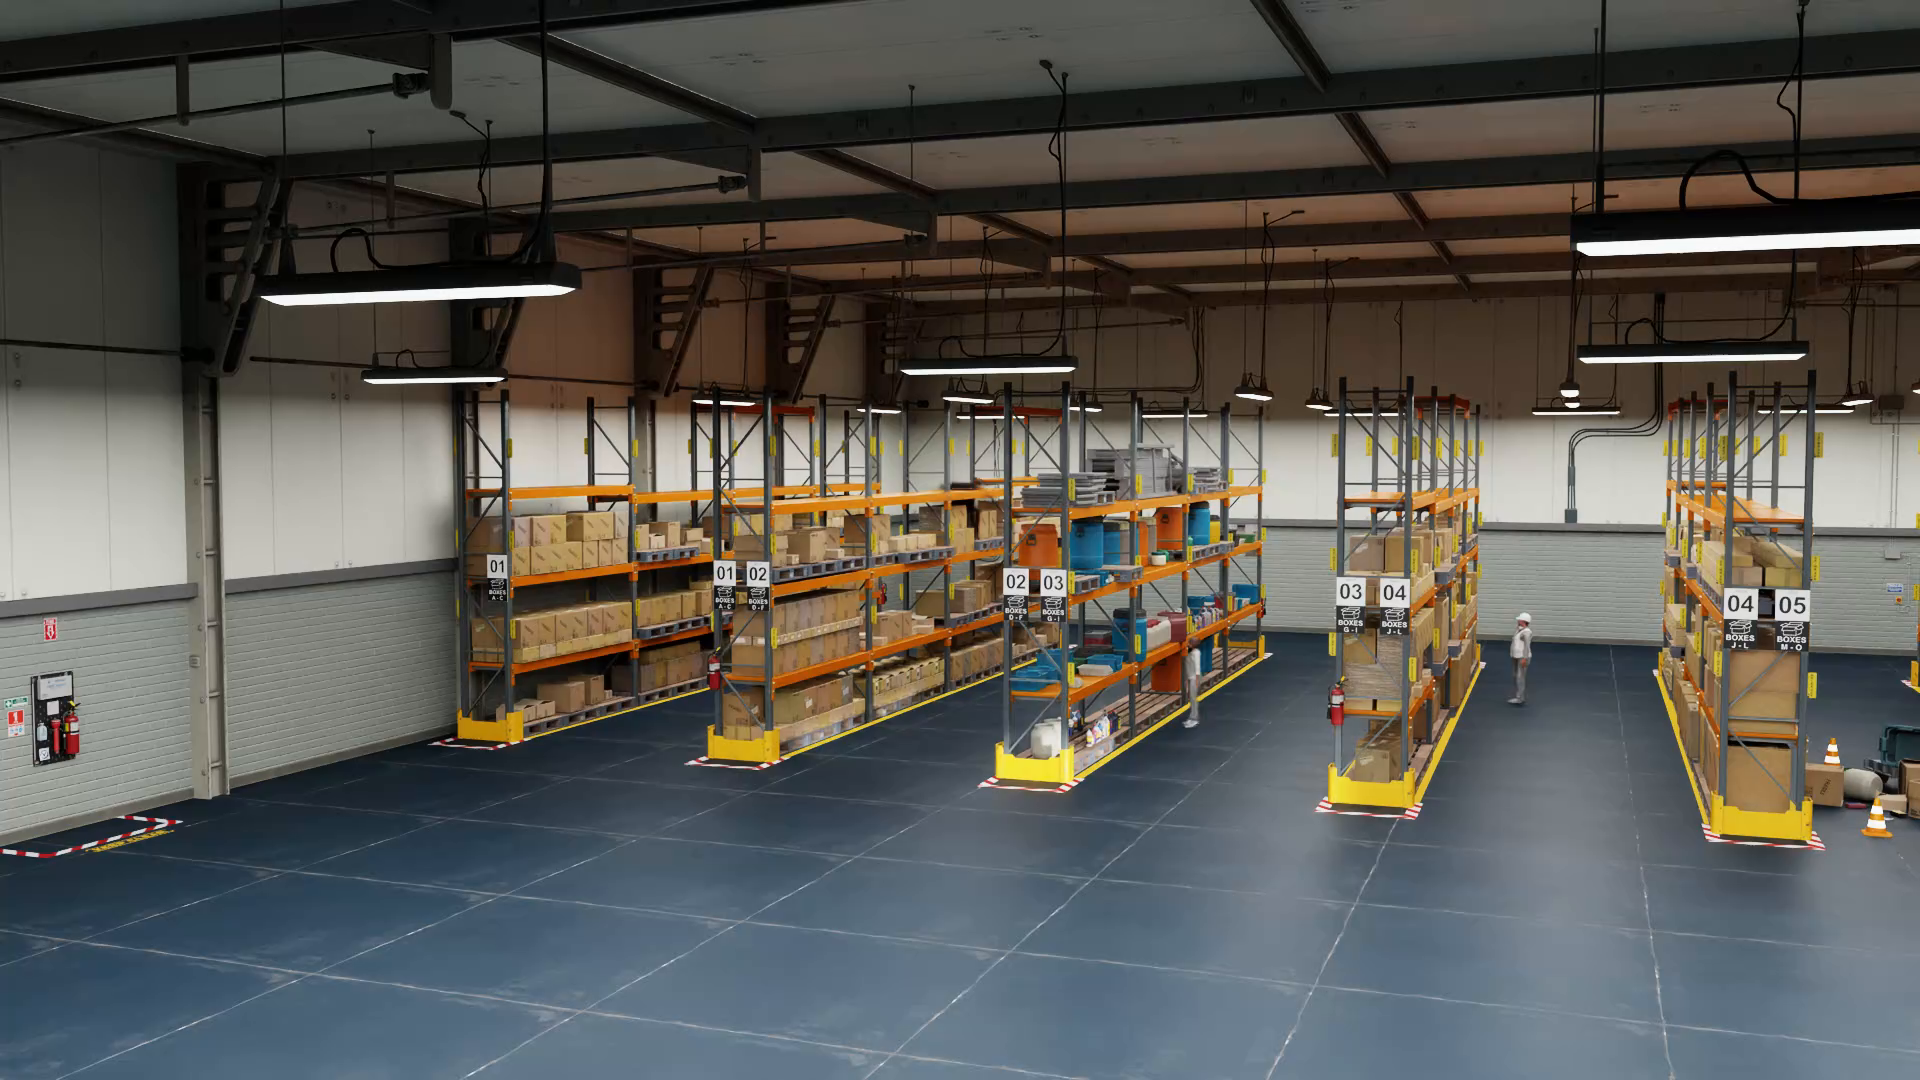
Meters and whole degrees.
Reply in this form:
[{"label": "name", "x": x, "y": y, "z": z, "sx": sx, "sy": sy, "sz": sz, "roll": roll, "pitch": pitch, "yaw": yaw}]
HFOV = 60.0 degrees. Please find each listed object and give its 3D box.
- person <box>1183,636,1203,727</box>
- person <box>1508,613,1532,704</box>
[{"label": "person", "x": 4.195, "y": 2.546, "z": 30.056, "sx": 0.390, "sy": 1.609, "sz": 0.518, "roll": 0, "pitch": 3, "yaw": -1}, {"label": "person", "x": 10.986, "y": 2.323, "z": 32.741, "sx": 0.584, "sy": 1.769, "sz": 0.527, "roll": -1, "pitch": 3, "yaw": -18}]
